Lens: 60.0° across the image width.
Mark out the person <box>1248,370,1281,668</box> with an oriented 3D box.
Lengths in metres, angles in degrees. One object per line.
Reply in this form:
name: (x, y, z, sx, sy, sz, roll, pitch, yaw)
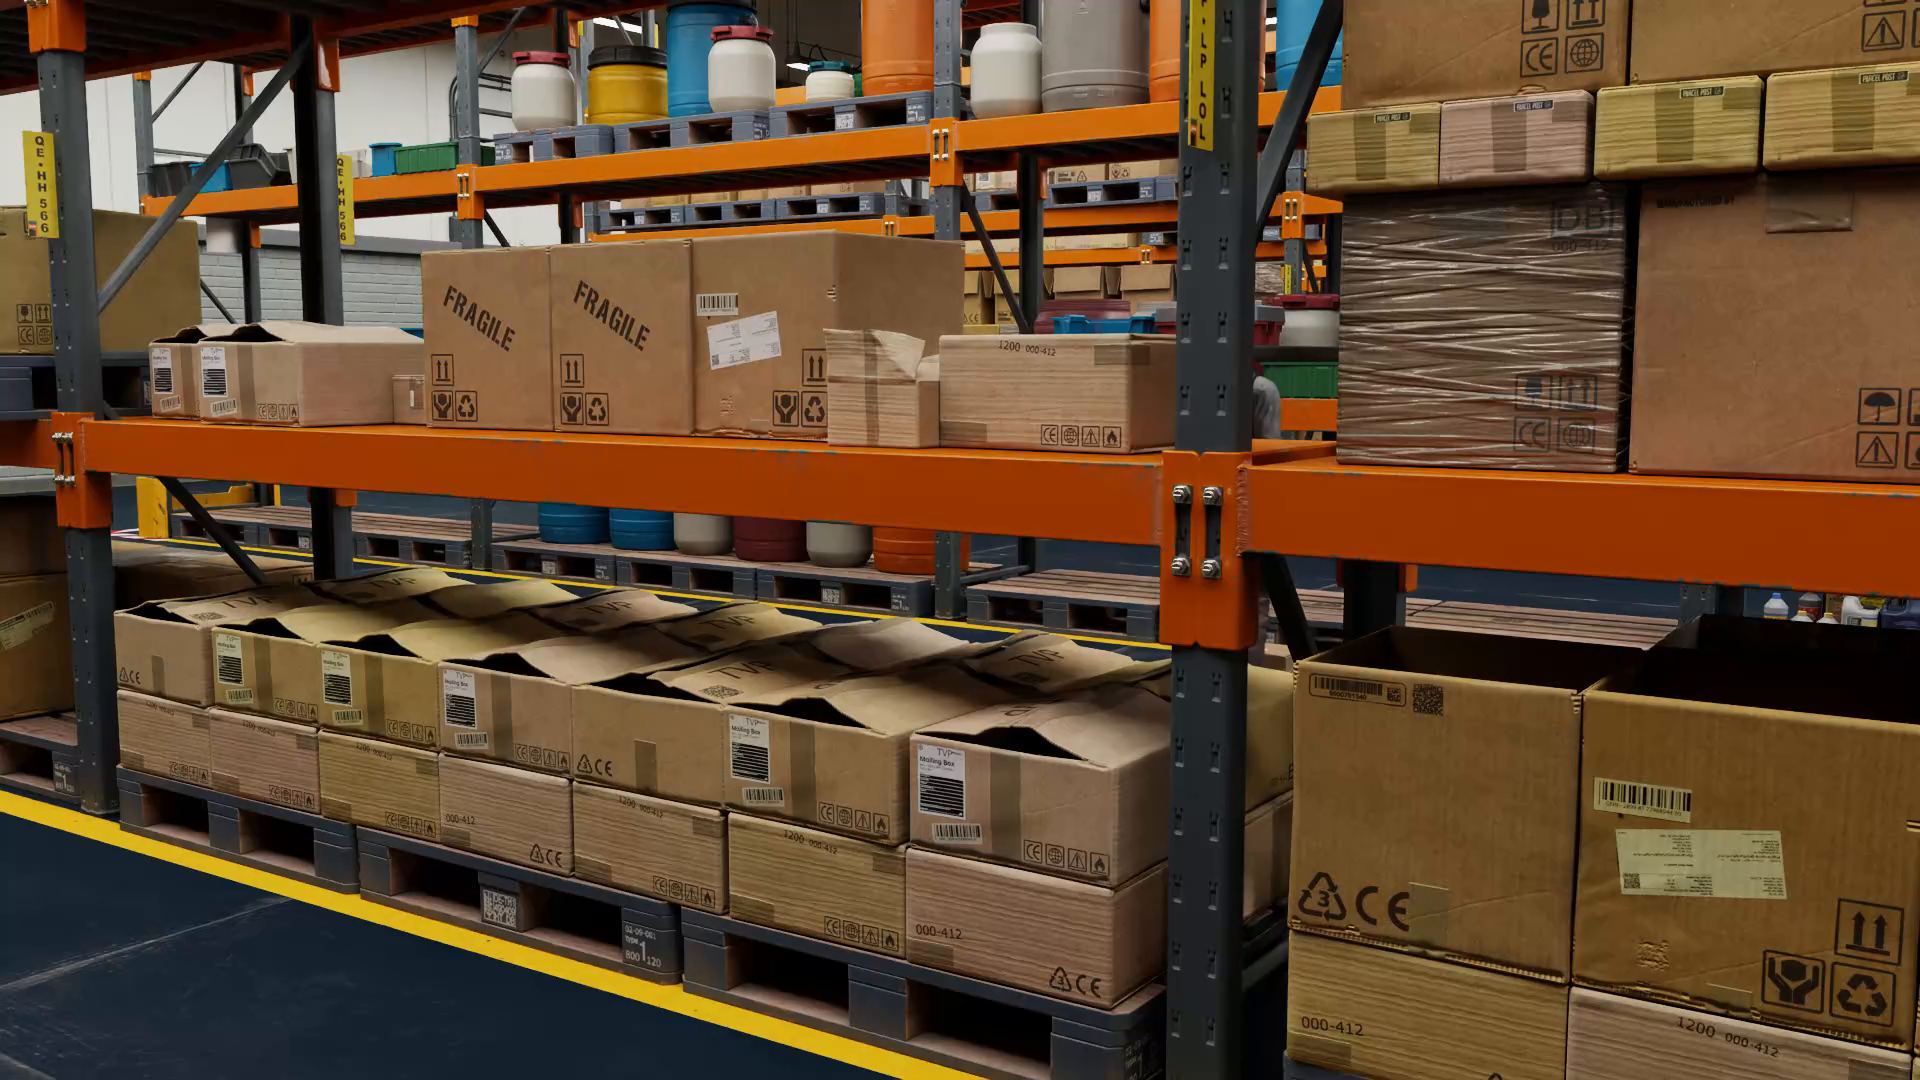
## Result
person: (1.061, -0.091, 6.744, 0.531, 1.716, 0.358, 4, 8, 35)
